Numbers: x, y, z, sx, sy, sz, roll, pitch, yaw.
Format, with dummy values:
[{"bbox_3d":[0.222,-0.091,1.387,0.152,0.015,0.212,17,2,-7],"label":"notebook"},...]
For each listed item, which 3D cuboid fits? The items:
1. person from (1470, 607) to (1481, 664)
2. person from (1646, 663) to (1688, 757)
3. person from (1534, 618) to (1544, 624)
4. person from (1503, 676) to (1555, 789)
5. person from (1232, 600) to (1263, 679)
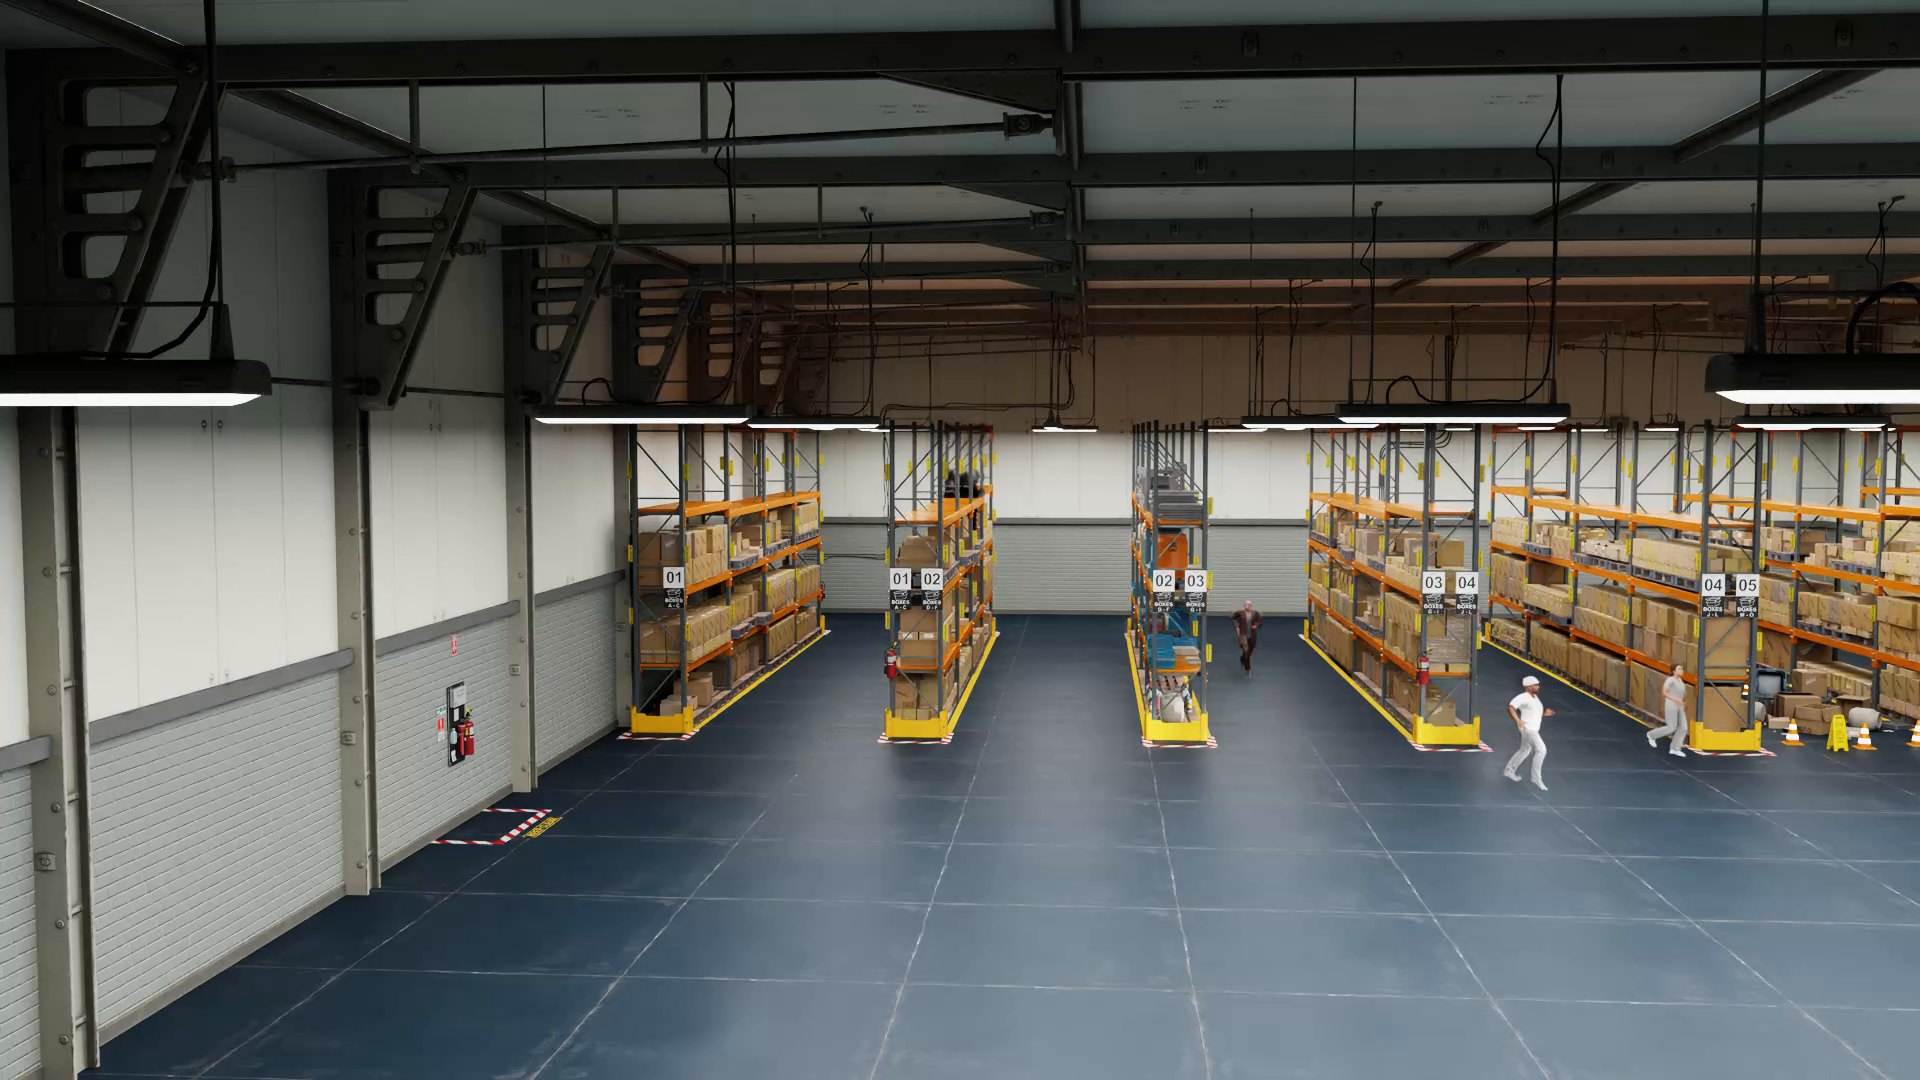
[{"bbox_3d":[12.655,2.231,41.200,0.648,1.759,0.640,0,4,1],"label":"person"},{"bbox_3d":[12.780,3.022,29.876,0.583,1.648,0.749,-2,4,-33],"label":"person"},{"bbox_3d":[16.156,1.894,47.071,0.628,1.664,0.903,-3,4,-35],"label":"person"},{"bbox_3d":[9.270,3.130,27.100,0.785,1.832,0.674,2,4,29],"label":"person"},{"bbox_3d":[6.862,2.337,39.635,0.667,1.814,1.176,-1,4,-9],"label":"person"}]
